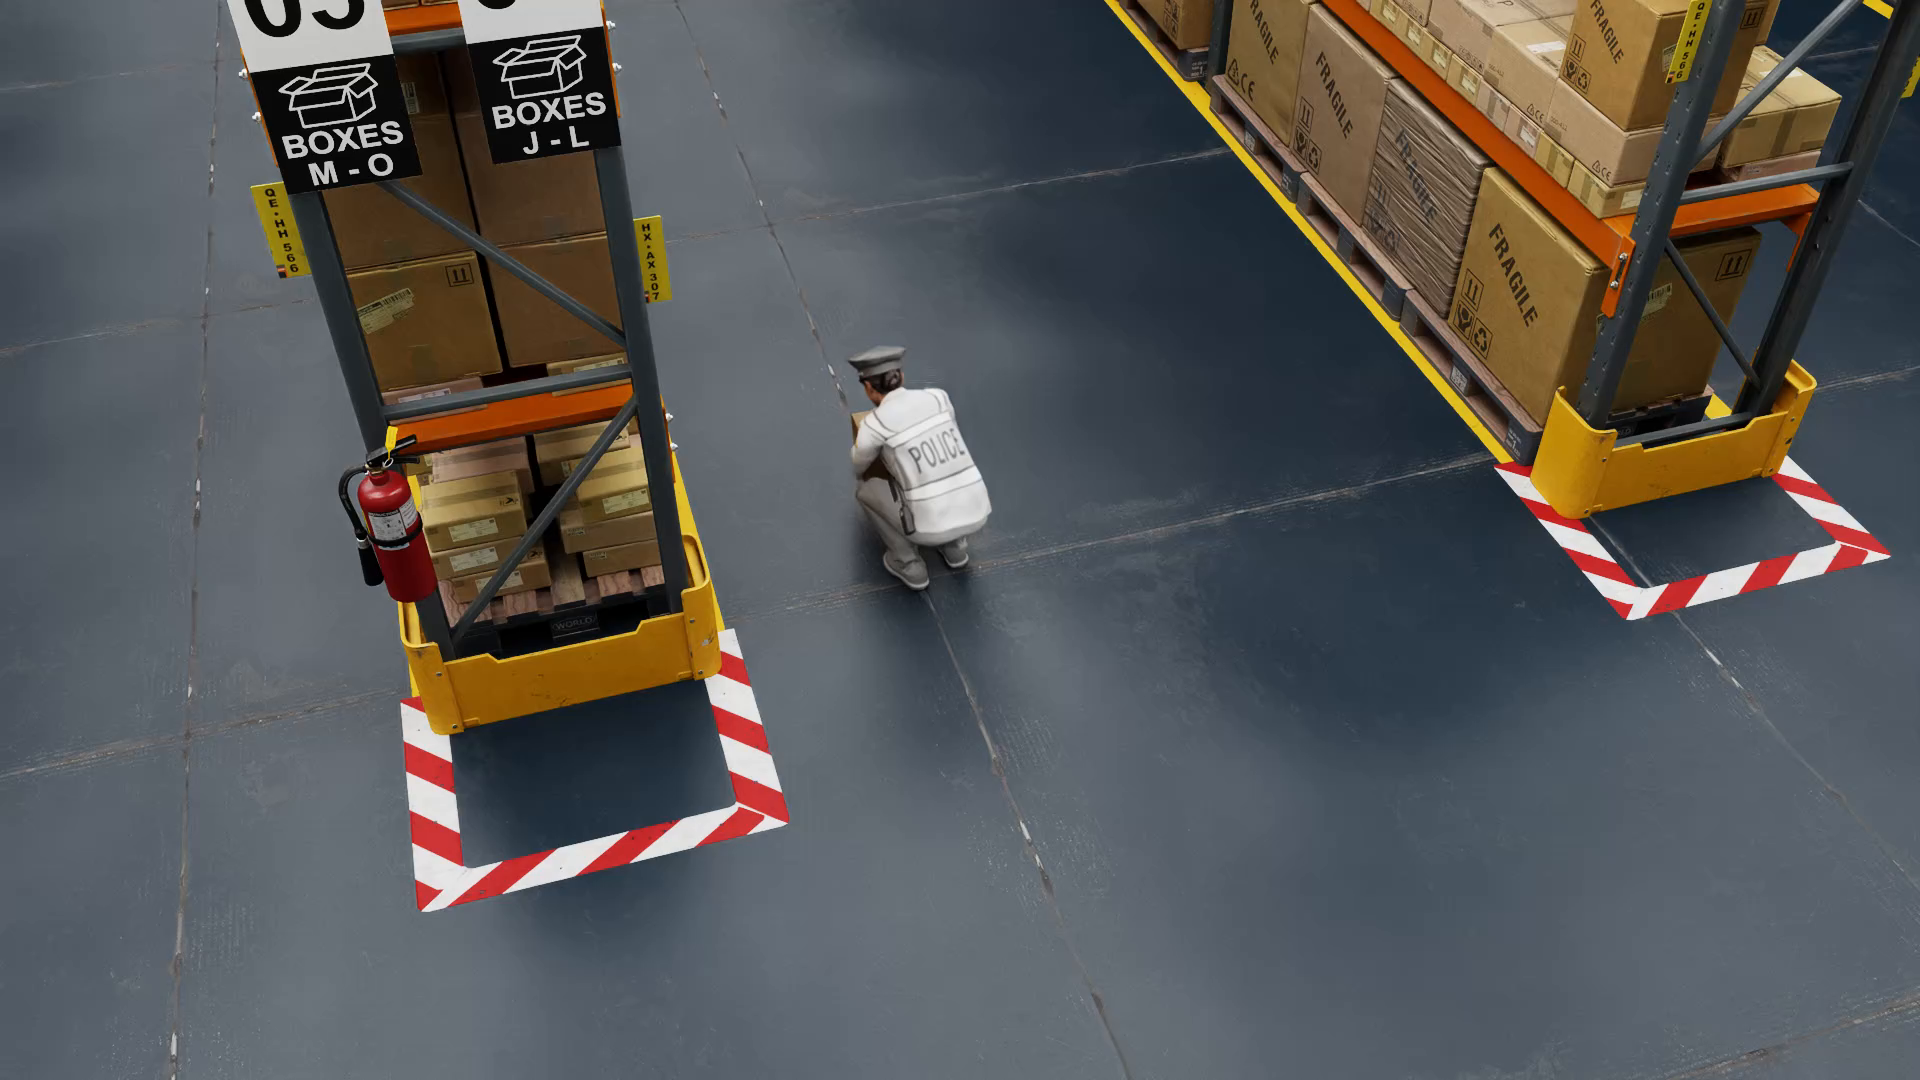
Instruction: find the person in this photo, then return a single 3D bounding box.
[{"bbox_3d":[-0.184,-0.332,7.051,0.498,0.968,0.838,-19,46,-20],"label":"person"}]
